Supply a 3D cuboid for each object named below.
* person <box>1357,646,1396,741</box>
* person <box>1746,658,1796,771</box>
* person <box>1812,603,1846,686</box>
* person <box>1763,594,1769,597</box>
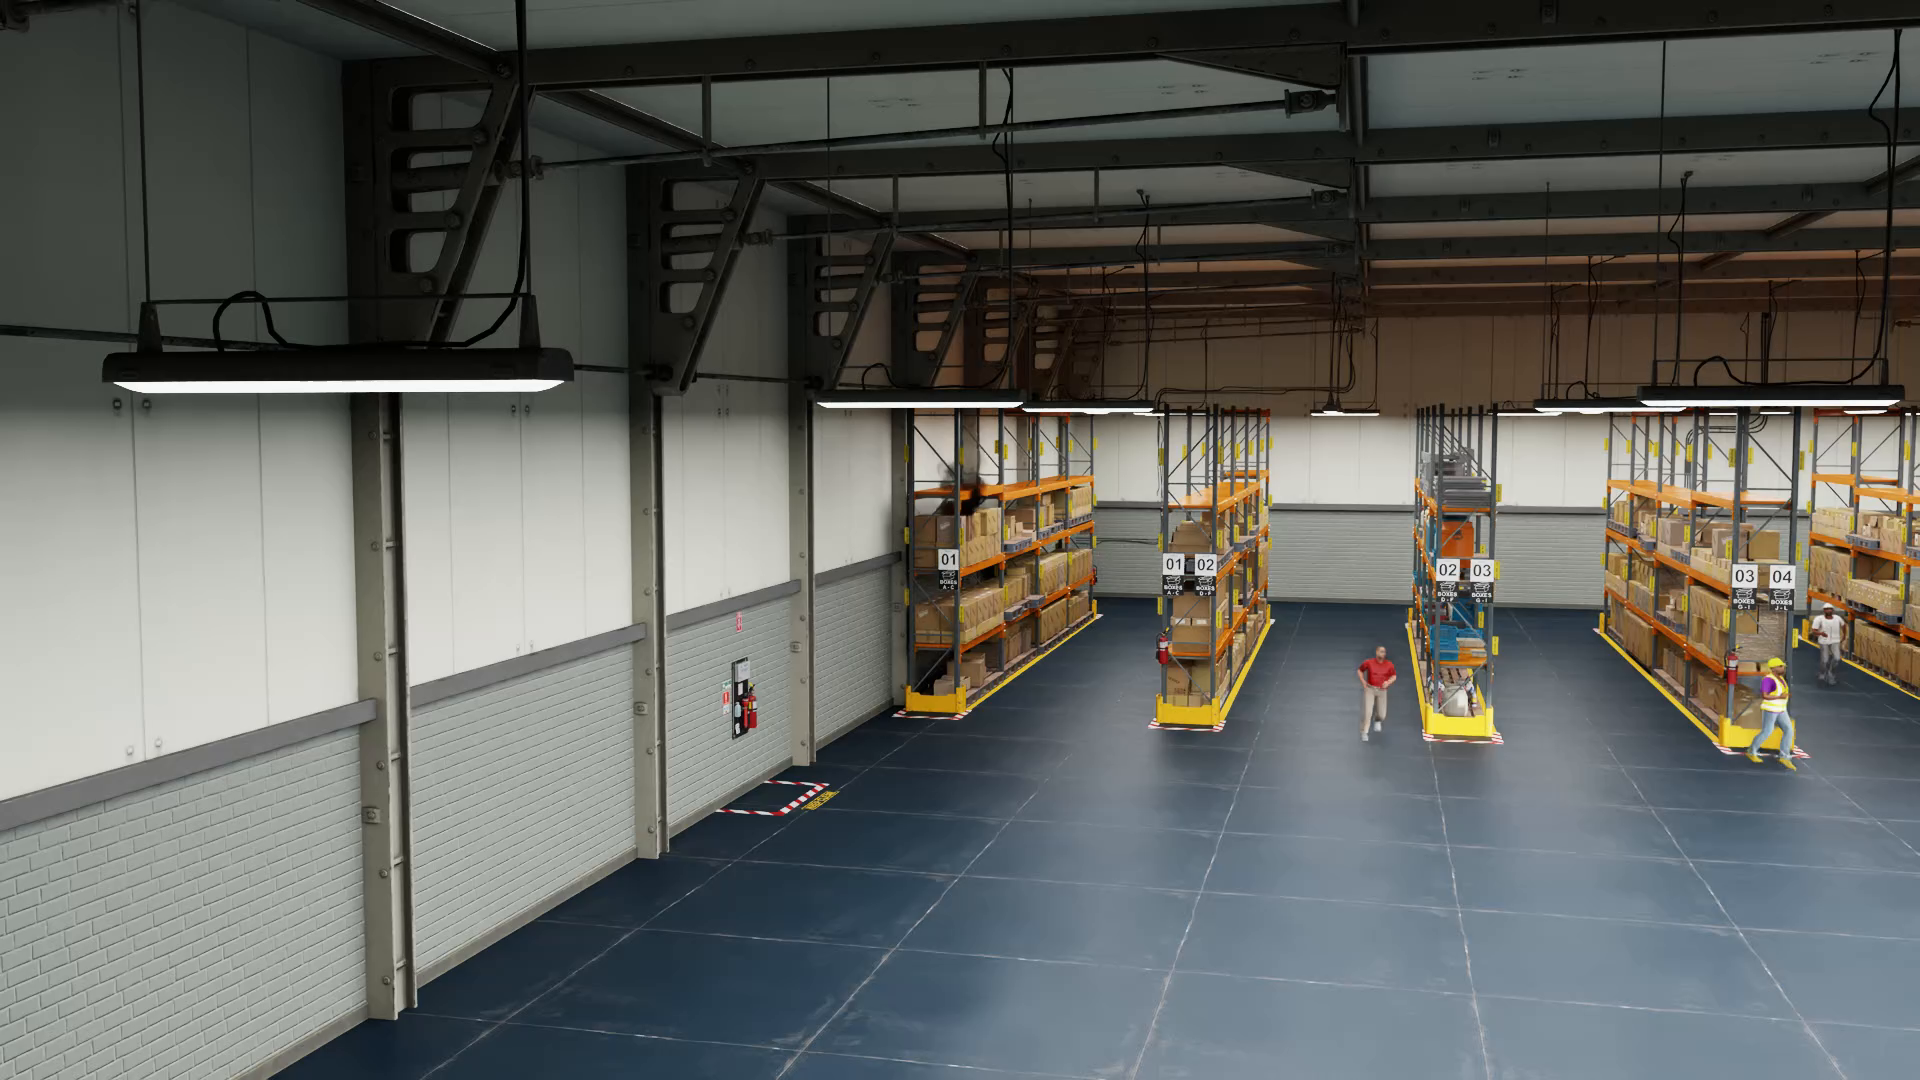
[{"bbox_3d":[7.496,2.739,29.890,0.689,1.669,0.660,0,4,4],"label":"person"},{"bbox_3d":[13.350,2.837,27.306,0.676,1.810,0.772,-3,5,-32],"label":"person"},{"bbox_3d":[18.790,2.250,35.939,0.707,1.790,0.734,1,4,17],"label":"person"},{"bbox_3d":[20.517,1.828,42.486,0.625,1.638,0.518,2,5,23],"label":"person"}]
